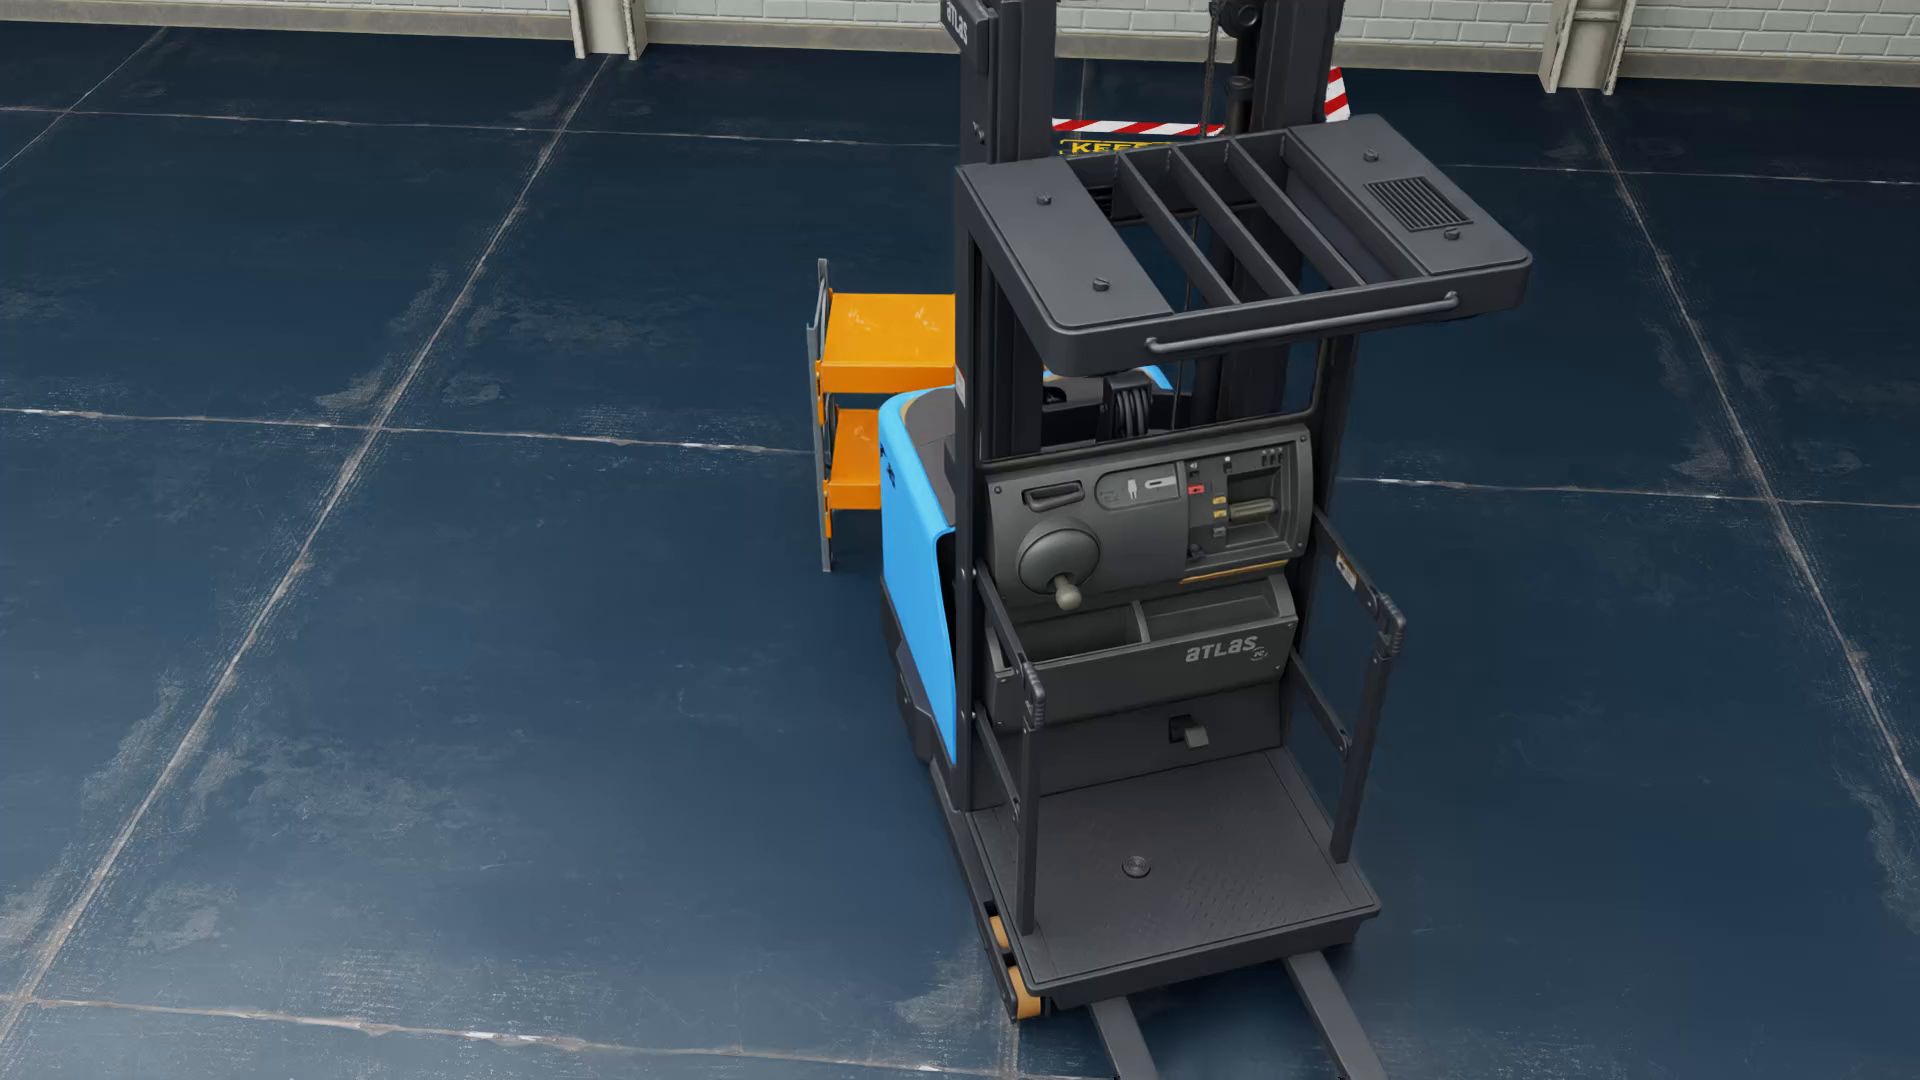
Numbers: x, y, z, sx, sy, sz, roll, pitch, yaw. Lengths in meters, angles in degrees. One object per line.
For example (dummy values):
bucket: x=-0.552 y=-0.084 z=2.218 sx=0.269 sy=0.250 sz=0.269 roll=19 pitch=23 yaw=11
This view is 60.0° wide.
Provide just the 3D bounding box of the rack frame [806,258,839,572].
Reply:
rack frame: x=-0.523 y=-0.468 z=6.434 sx=0.032 sy=1.125 sz=0.500 roll=1 pitch=39 yaw=1

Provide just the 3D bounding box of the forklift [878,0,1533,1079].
forklift: x=0.591 y=0.018 z=4.406 sx=1.130 sy=2.935 sz=3.031 roll=-10 pitch=40 yaw=-12

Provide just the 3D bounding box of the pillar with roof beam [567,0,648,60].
pillar with roof beam: x=-2.583 y=-3.908 z=4.423 sx=0.400 sy=9.000 sz=9.100 roll=3 pitch=39 yaw=4

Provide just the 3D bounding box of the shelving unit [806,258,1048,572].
shelving unit: x=-0.015 y=-0.460 z=6.425 sx=1.048 sy=1.125 sz=0.538 roll=1 pitch=39 yaw=1

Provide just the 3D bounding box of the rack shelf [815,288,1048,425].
rack shelf: x=-0.015 y=-0.687 z=6.240 sx=1.000 sy=0.278 sz=0.538 roll=1 pitch=39 yaw=1

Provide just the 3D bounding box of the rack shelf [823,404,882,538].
rack shelf: x=-0.015 y=-0.271 z=6.579 sx=1.000 sy=0.278 sz=0.538 roll=1 pitch=39 yaw=1

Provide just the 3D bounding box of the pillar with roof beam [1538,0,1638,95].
pillar with roof beam: x=3.394 y=-3.581 z=4.021 sx=0.400 sy=9.000 sz=9.100 roll=3 pitch=39 yaw=4
